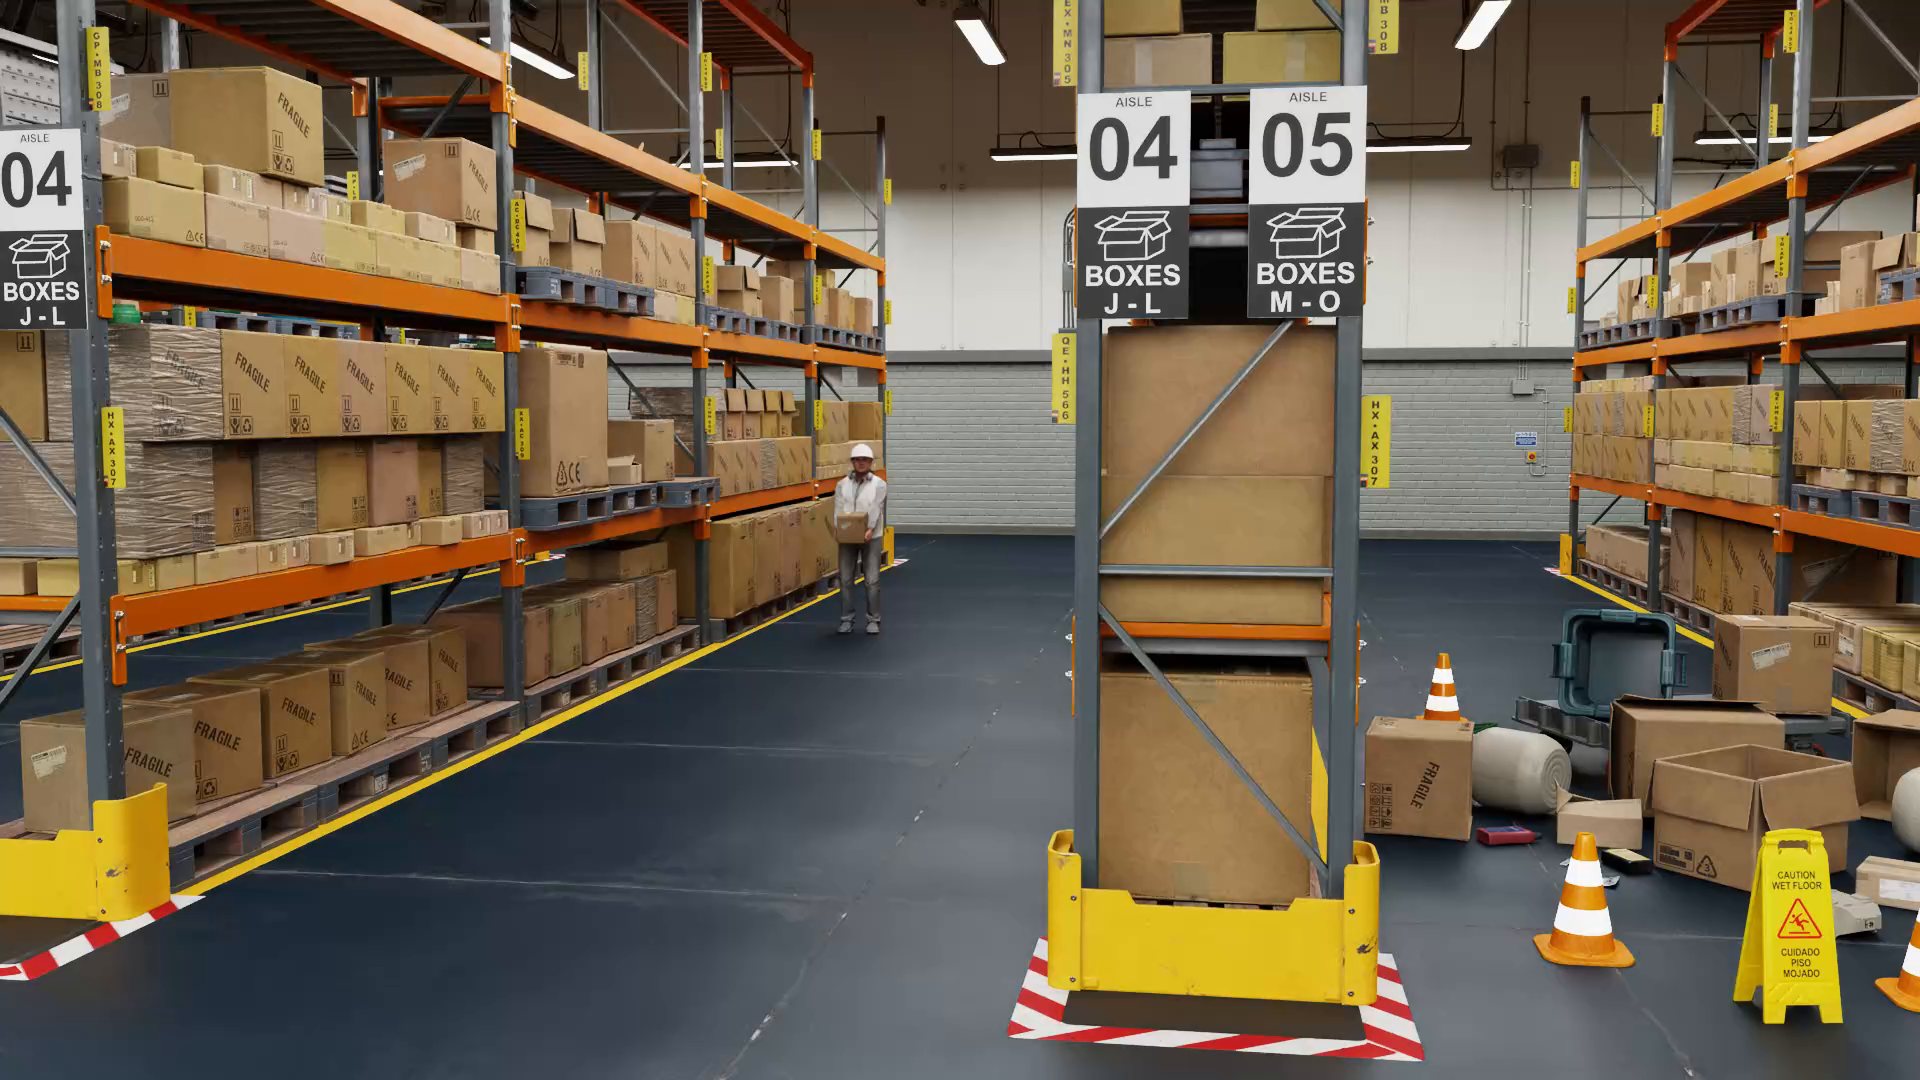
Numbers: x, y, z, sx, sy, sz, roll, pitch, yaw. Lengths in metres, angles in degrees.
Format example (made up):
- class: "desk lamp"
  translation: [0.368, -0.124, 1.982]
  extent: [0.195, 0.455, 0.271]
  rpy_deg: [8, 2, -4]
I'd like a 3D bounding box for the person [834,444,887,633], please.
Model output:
- class: "person"
  translation: [-0.943, -0.007, 15.590]
  extent: [0.495, 1.771, 0.548]
  rpy_deg: [1, 4, 9]
